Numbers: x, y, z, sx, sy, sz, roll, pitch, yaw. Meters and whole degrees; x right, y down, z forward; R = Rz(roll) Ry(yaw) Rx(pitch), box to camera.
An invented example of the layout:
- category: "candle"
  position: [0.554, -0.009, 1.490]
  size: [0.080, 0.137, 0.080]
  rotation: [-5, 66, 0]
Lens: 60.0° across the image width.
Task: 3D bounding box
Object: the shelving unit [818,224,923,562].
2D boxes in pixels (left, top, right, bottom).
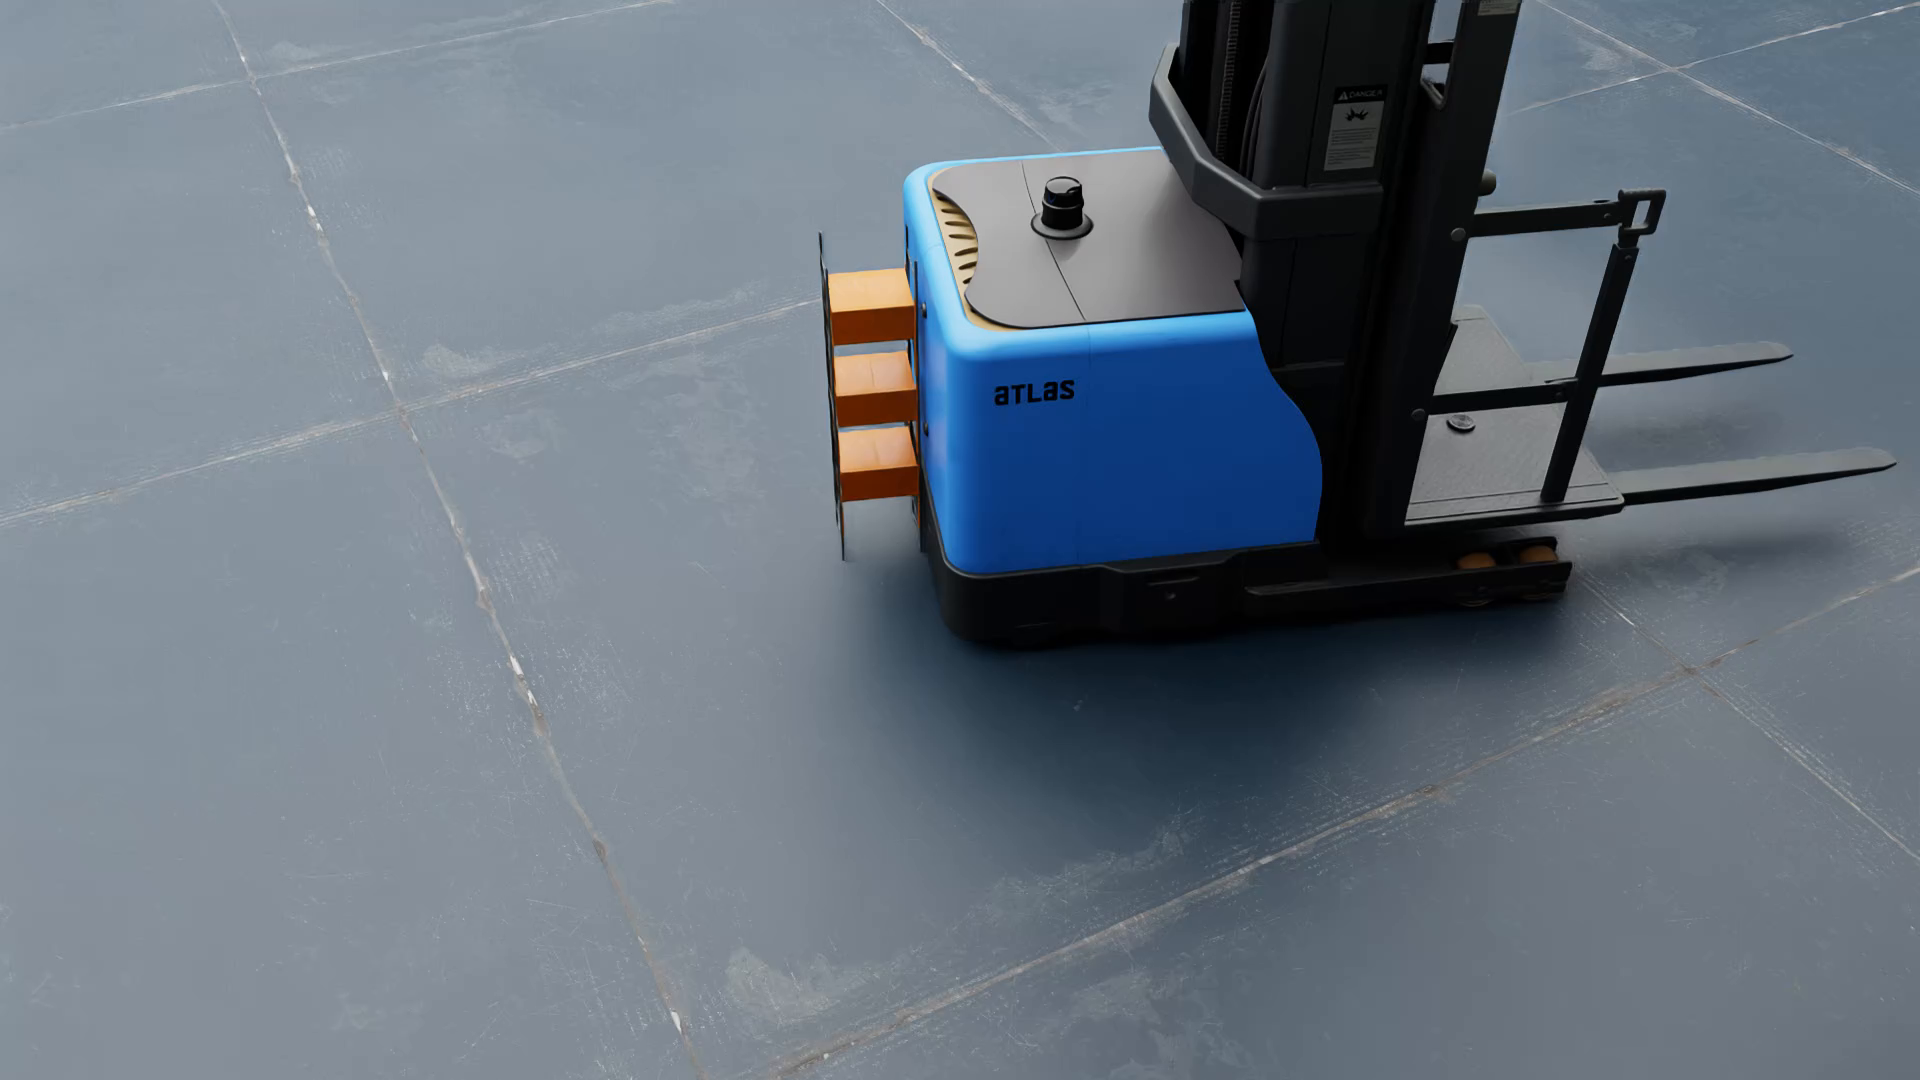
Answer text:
- category: "shelving unit"
  position: [-0.256, -0.410, 4.922]
  size: [0.252, 1.050, 0.215]
  rotation: [-6, 41, -7]

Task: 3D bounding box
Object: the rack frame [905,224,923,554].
- category: "rack frame"
  position: [-0.135, -0.422, 4.936]
  size: [0.008, 1.050, 0.200]
  rotation: [-6, 41, -7]

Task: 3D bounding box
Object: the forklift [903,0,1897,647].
- category: "forklift"
  position: [1.382, -1.251, 4.459]
  size: [3.031, 2.935, 1.130]
  rotation: [-6, 41, -7]

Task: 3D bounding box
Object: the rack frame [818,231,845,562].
- category: "rack frame"
  position: [-0.376, -0.398, 4.907]
  size: [0.008, 1.050, 0.200]
  rotation: [-6, 41, -7]

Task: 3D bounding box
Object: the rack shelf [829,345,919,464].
- category: "rack shelf"
  position: [-0.256, -0.402, 4.928]
  size: [0.240, 0.259, 0.215]
  rotation: [-6, 41, -7]

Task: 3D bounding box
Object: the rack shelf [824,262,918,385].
- category: "rack shelf"
  position: [-0.256, -0.618, 4.745]
  size: [0.240, 0.259, 0.215]
  rotation: [-6, 41, -7]

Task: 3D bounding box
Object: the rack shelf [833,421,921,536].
- category: "rack shelf"
  position: [-0.256, -0.190, 5.108]
  size: [0.240, 0.259, 0.215]
  rotation: [-6, 41, -7]
